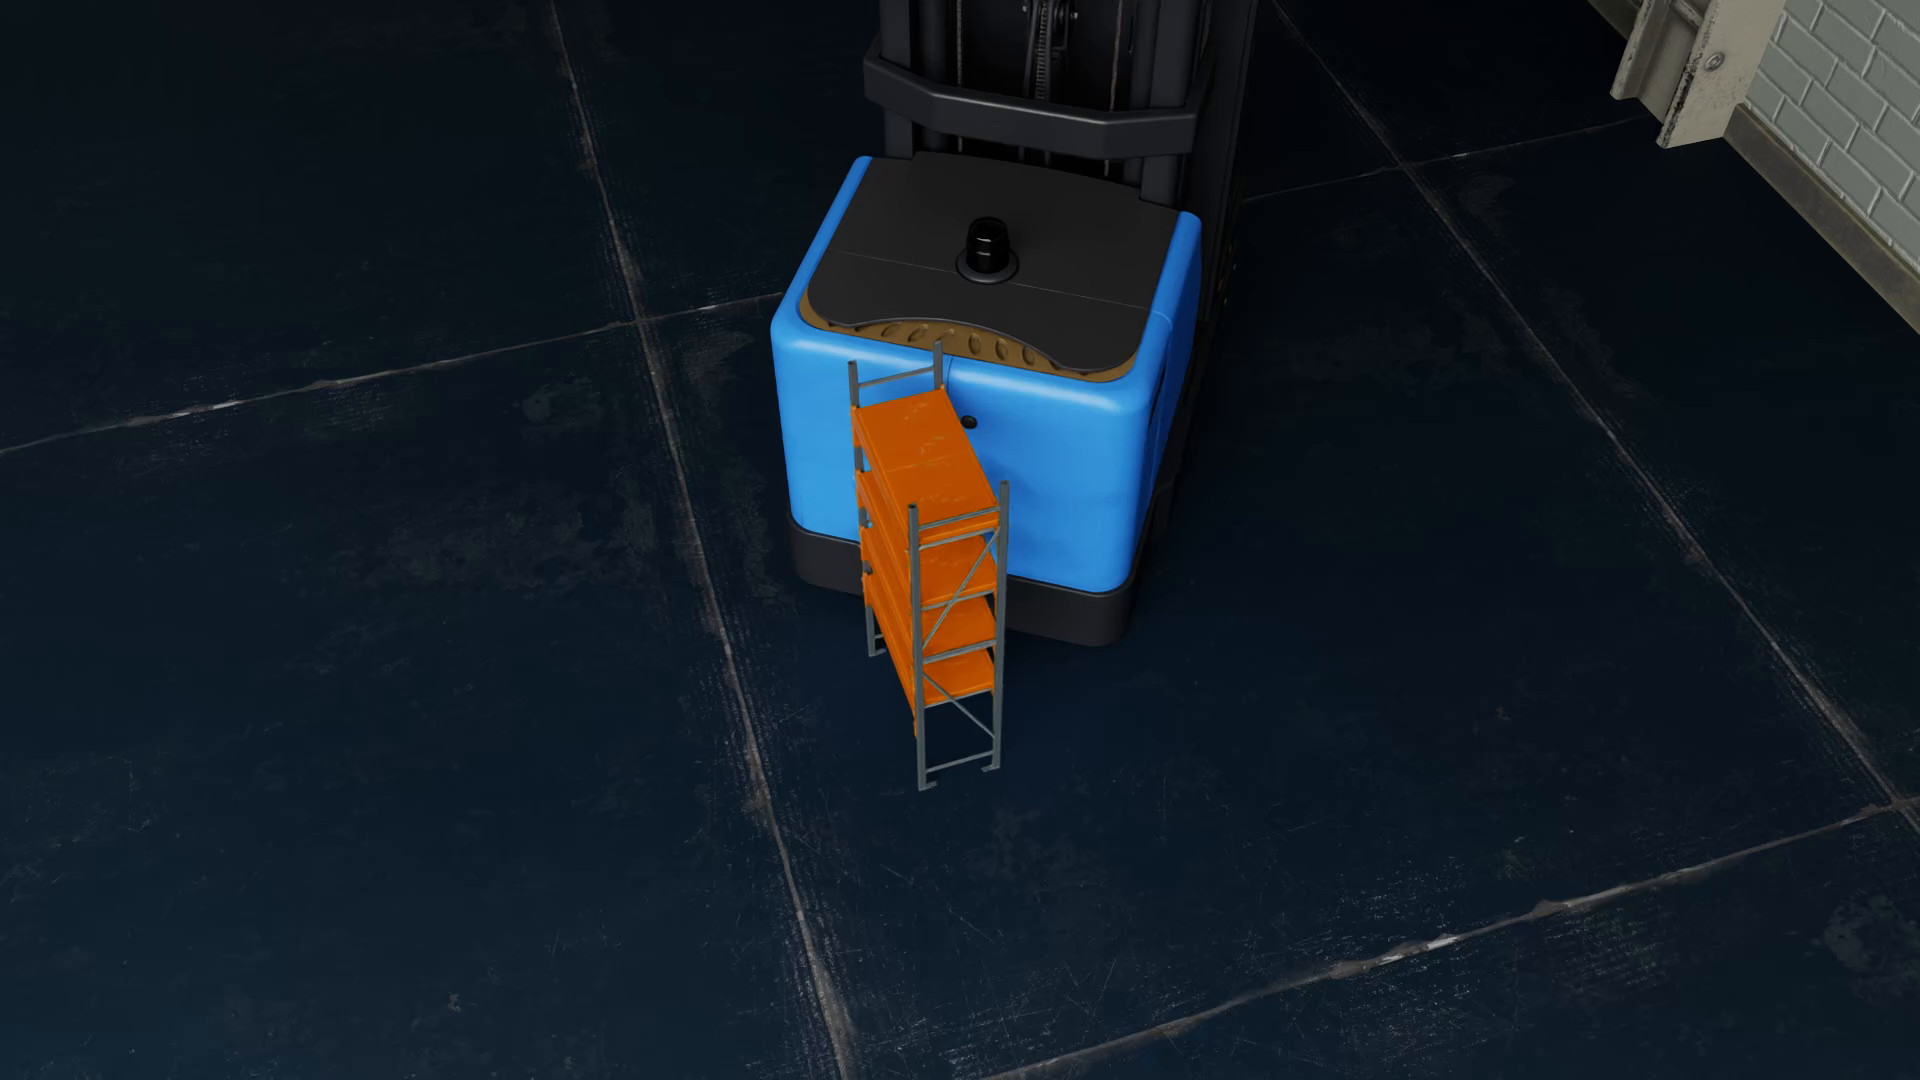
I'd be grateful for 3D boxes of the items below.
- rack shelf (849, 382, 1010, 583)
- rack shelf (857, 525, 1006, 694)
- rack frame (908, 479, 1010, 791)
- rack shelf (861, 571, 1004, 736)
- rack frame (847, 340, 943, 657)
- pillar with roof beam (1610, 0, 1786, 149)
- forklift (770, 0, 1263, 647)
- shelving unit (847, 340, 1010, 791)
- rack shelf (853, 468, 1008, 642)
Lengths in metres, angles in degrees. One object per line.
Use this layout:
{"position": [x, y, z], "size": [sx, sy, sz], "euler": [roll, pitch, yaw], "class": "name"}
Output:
{"position": [-0.080, -0.147, 4.076], "size": [0.258, 0.148, 0.480], "euler": [-14, 51, -12], "class": "rack shelf"}
{"position": [-0.080, 0.149, 4.427], "size": [0.258, 0.148, 0.480], "euler": [-14, 51, -12], "class": "rack shelf"}
{"position": [-0.002, 0.283, 4.227], "size": [0.240, 1.200, 0.015], "euler": [-14, 51, -12], "class": "rack frame"}
{"position": [-0.080, 0.277, 4.579], "size": [0.258, 0.148, 0.480], "euler": [-14, 51, -12], "class": "rack shelf"}
{"position": [-0.158, -0.071, 4.525], "size": [0.240, 1.200, 0.015], "euler": [-14, 51, -12], "class": "rack frame"}
{"position": [-1.256, -3.647, 2.439], "size": [9.100, 9.000, 0.400], "euler": [-13, 51, -11], "class": "pillar with roof beam"}
{"position": [0.375, -1.788, 4.840], "size": [1.130, 2.935, 3.031], "euler": [12, 51, 10], "class": "forklift"}
{"position": [-0.080, 0.106, 4.376], "size": [0.258, 1.200, 0.503], "euler": [-14, 51, -12], "class": "shelving unit"}
{"position": [-0.080, 0.005, 4.256], "size": [0.258, 0.148, 0.480], "euler": [-14, 51, -12], "class": "rack shelf"}
